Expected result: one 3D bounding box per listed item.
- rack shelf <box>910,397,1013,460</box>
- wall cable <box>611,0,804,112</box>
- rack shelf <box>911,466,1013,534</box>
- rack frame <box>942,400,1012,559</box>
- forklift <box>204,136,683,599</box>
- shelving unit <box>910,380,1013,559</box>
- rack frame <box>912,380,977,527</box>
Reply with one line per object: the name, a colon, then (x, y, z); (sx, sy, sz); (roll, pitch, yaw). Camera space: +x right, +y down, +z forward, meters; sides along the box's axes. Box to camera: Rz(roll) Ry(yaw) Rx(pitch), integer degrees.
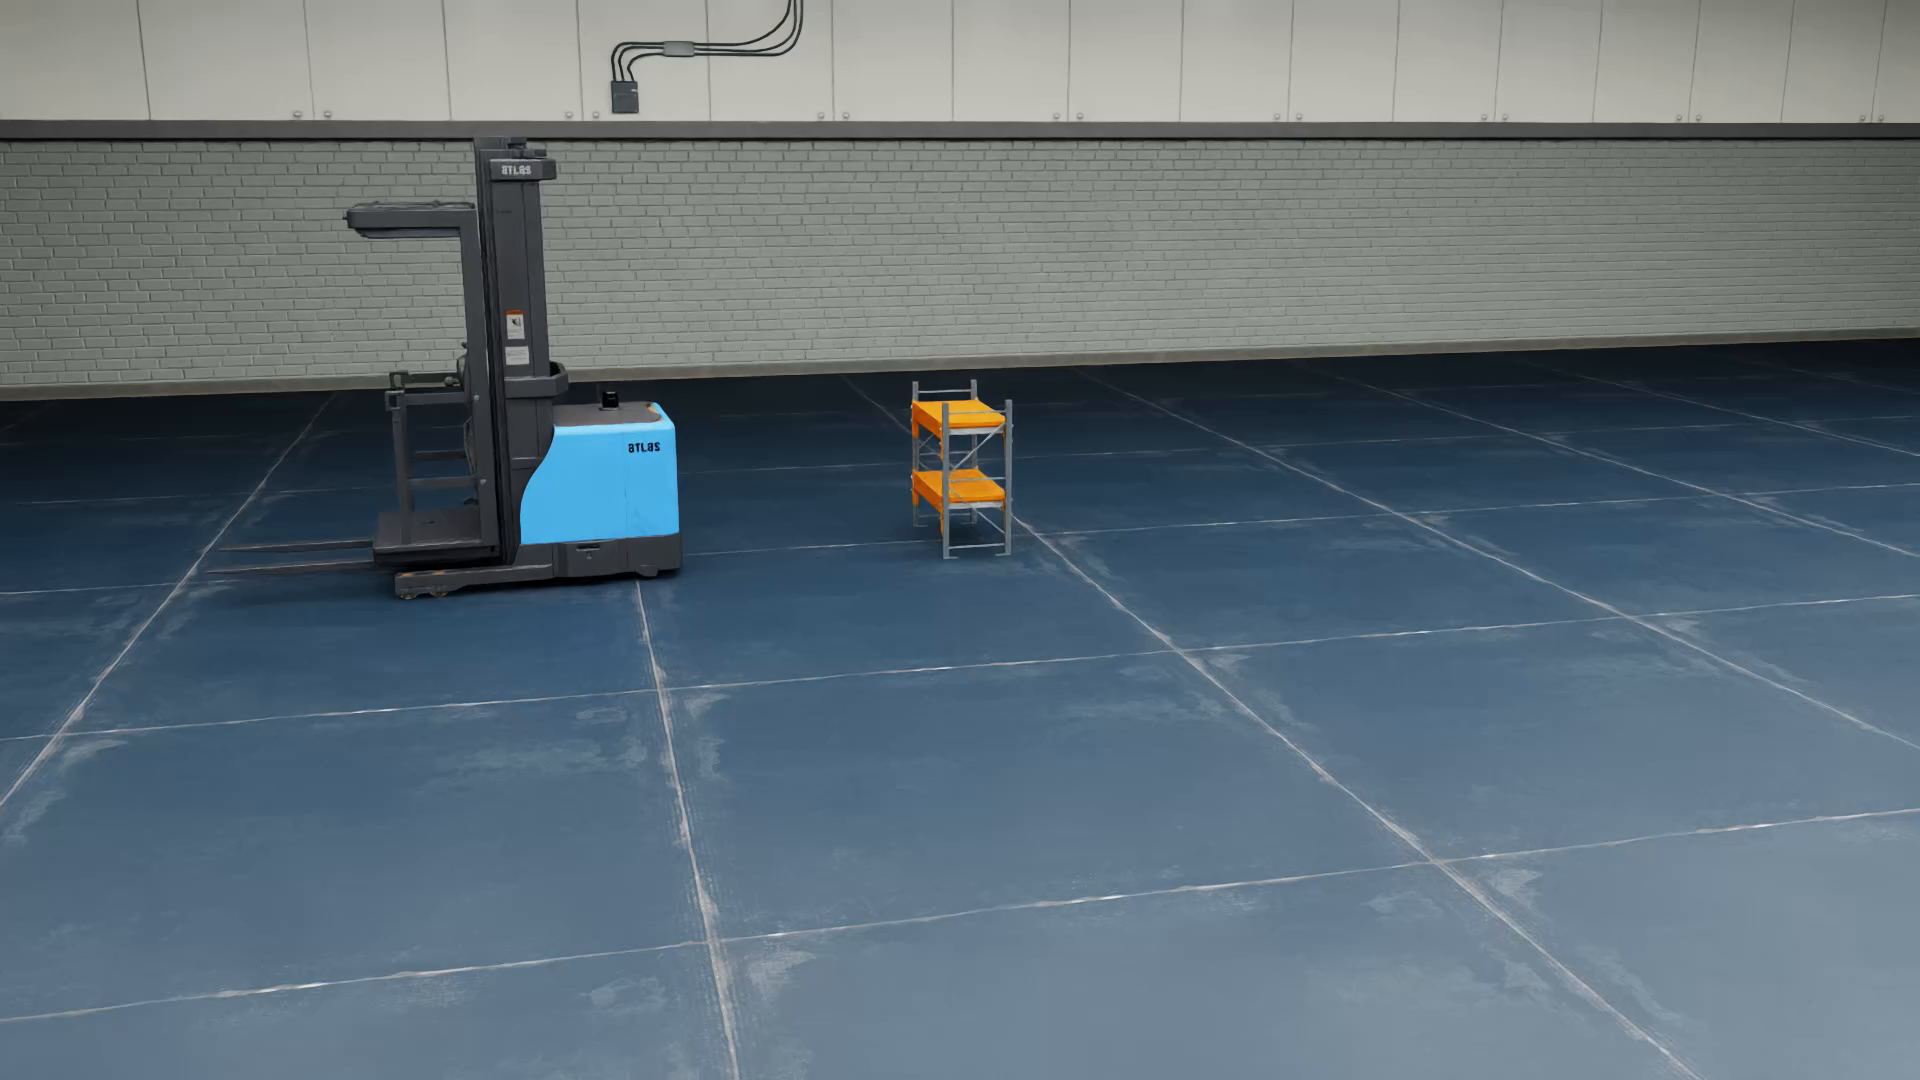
rack shelf: (0.002, -0.829, 12.218); (0.538, 0.278, 1.000); (-3, 14, -13)
wall cable: (-2.987, -8.042, 19.216); (2.305, 6.003, 0.169); (-3, 14, -13)
rack shelf: (0.002, -0.307, 12.345); (0.538, 0.278, 1.000); (-3, 14, -13)
rack frame: (0.121, -0.428, 11.807); (0.500, 1.125, 0.032); (-3, 14, -13)
forklift: (-3.480, -1.178, 11.075); (3.031, 2.935, 1.130); (-4, 14, -16)
shelving unit: (0.002, -0.545, 12.287); (0.538, 1.125, 1.048); (-3, 14, -13)
rack frame: (-0.118, -0.662, 12.767); (0.500, 1.125, 0.032); (-3, 14, -13)
